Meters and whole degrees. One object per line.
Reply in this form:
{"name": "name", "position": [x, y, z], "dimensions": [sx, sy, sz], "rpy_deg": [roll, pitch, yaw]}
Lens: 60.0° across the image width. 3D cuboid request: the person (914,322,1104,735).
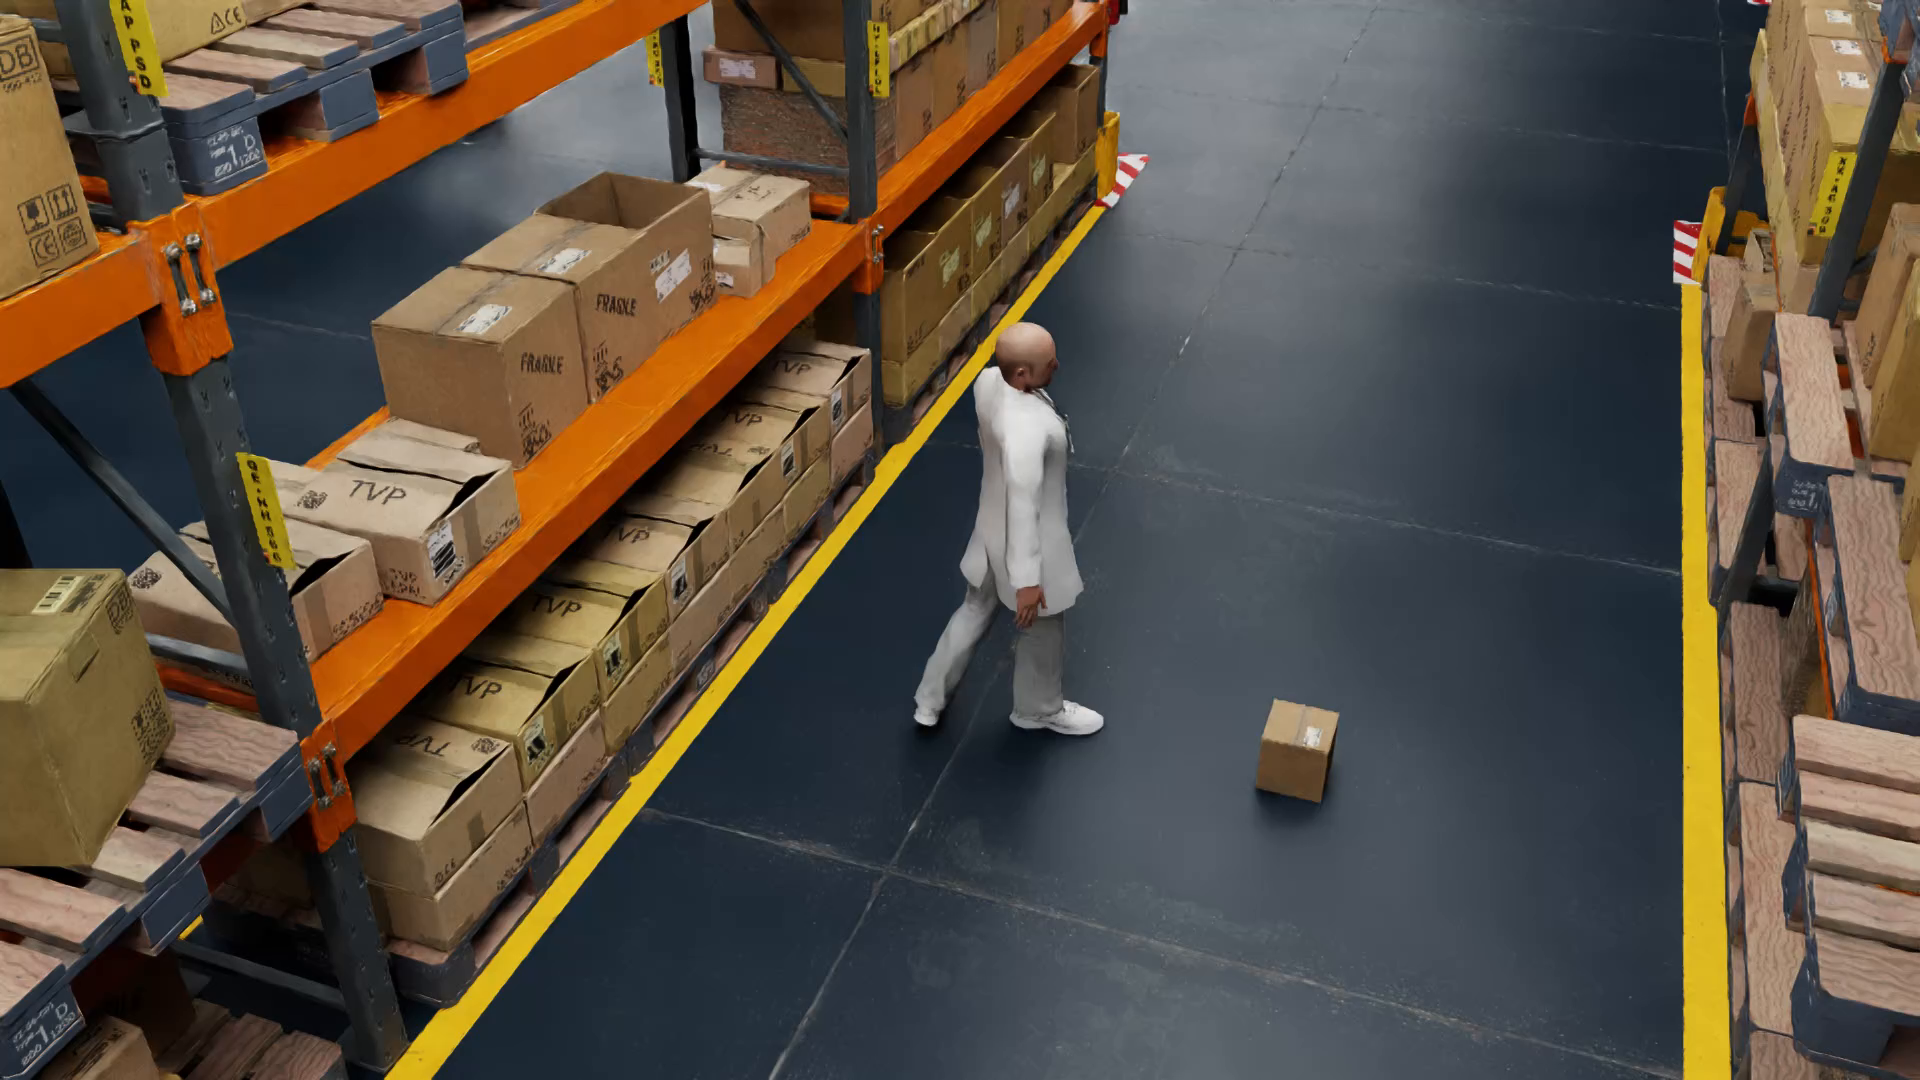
{"name": "person", "position": [0.185, 0.000, 6.156], "dimensions": [0.730, 1.773, 0.683], "rpy_deg": [-10, 34, -15]}
